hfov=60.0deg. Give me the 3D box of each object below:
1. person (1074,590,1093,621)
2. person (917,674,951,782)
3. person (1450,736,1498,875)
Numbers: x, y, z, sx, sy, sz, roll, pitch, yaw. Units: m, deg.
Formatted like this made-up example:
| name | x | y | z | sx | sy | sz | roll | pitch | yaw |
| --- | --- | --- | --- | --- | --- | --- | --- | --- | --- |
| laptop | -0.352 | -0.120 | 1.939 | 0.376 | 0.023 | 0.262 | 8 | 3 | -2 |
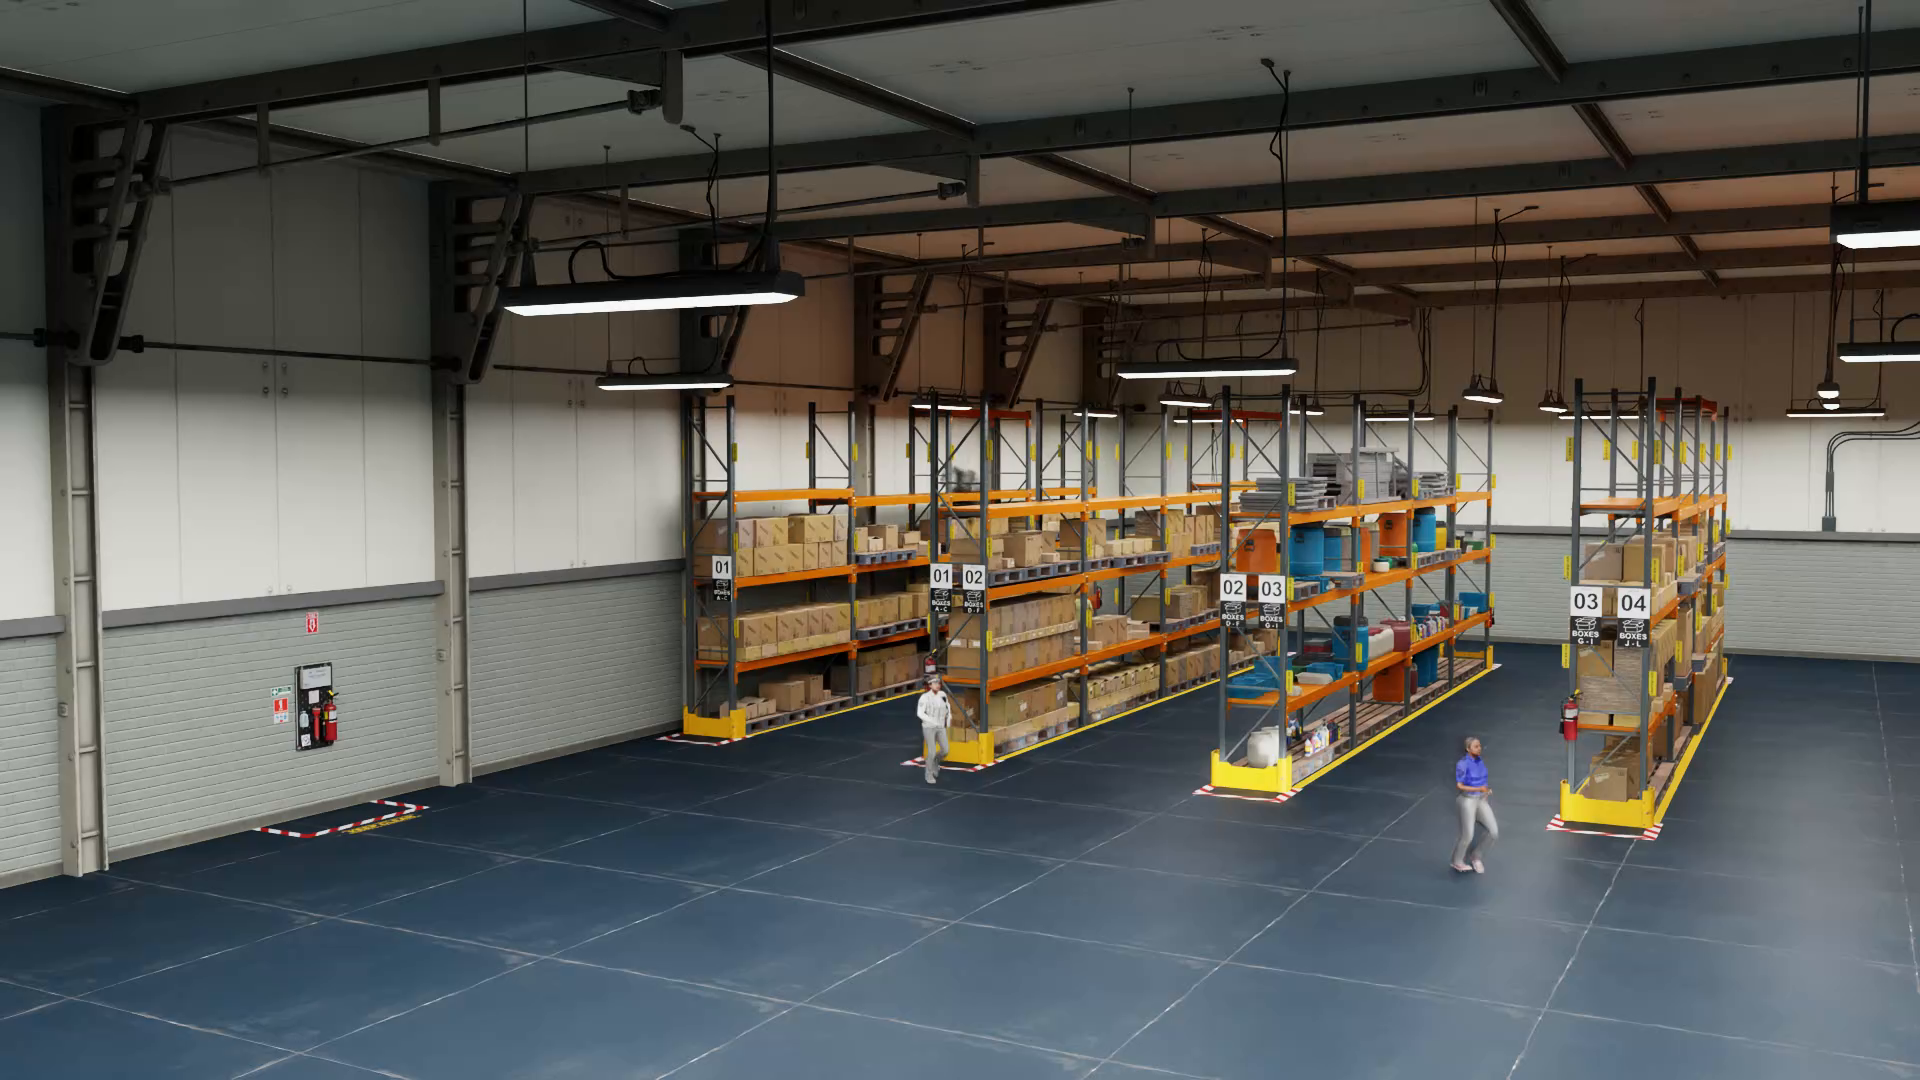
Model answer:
| name | x | y | z | sx | sy | sz | roll | pitch | yaw |
| --- | --- | --- | --- | --- | --- | --- | --- | --- | --- |
| person | 2.740 | 1.905 | 37.752 | 0.566 | 1.651 | 0.549 | 1 | 3 | 12 |
| person | -0.345 | 2.849 | 25.179 | 0.652 | 1.652 | 0.554 | -2 | 3 | -31 |
| person | 6.105 | 3.150 | 19.668 | 0.542 | 1.649 | 0.671 | -2 | 3 | -28 |
